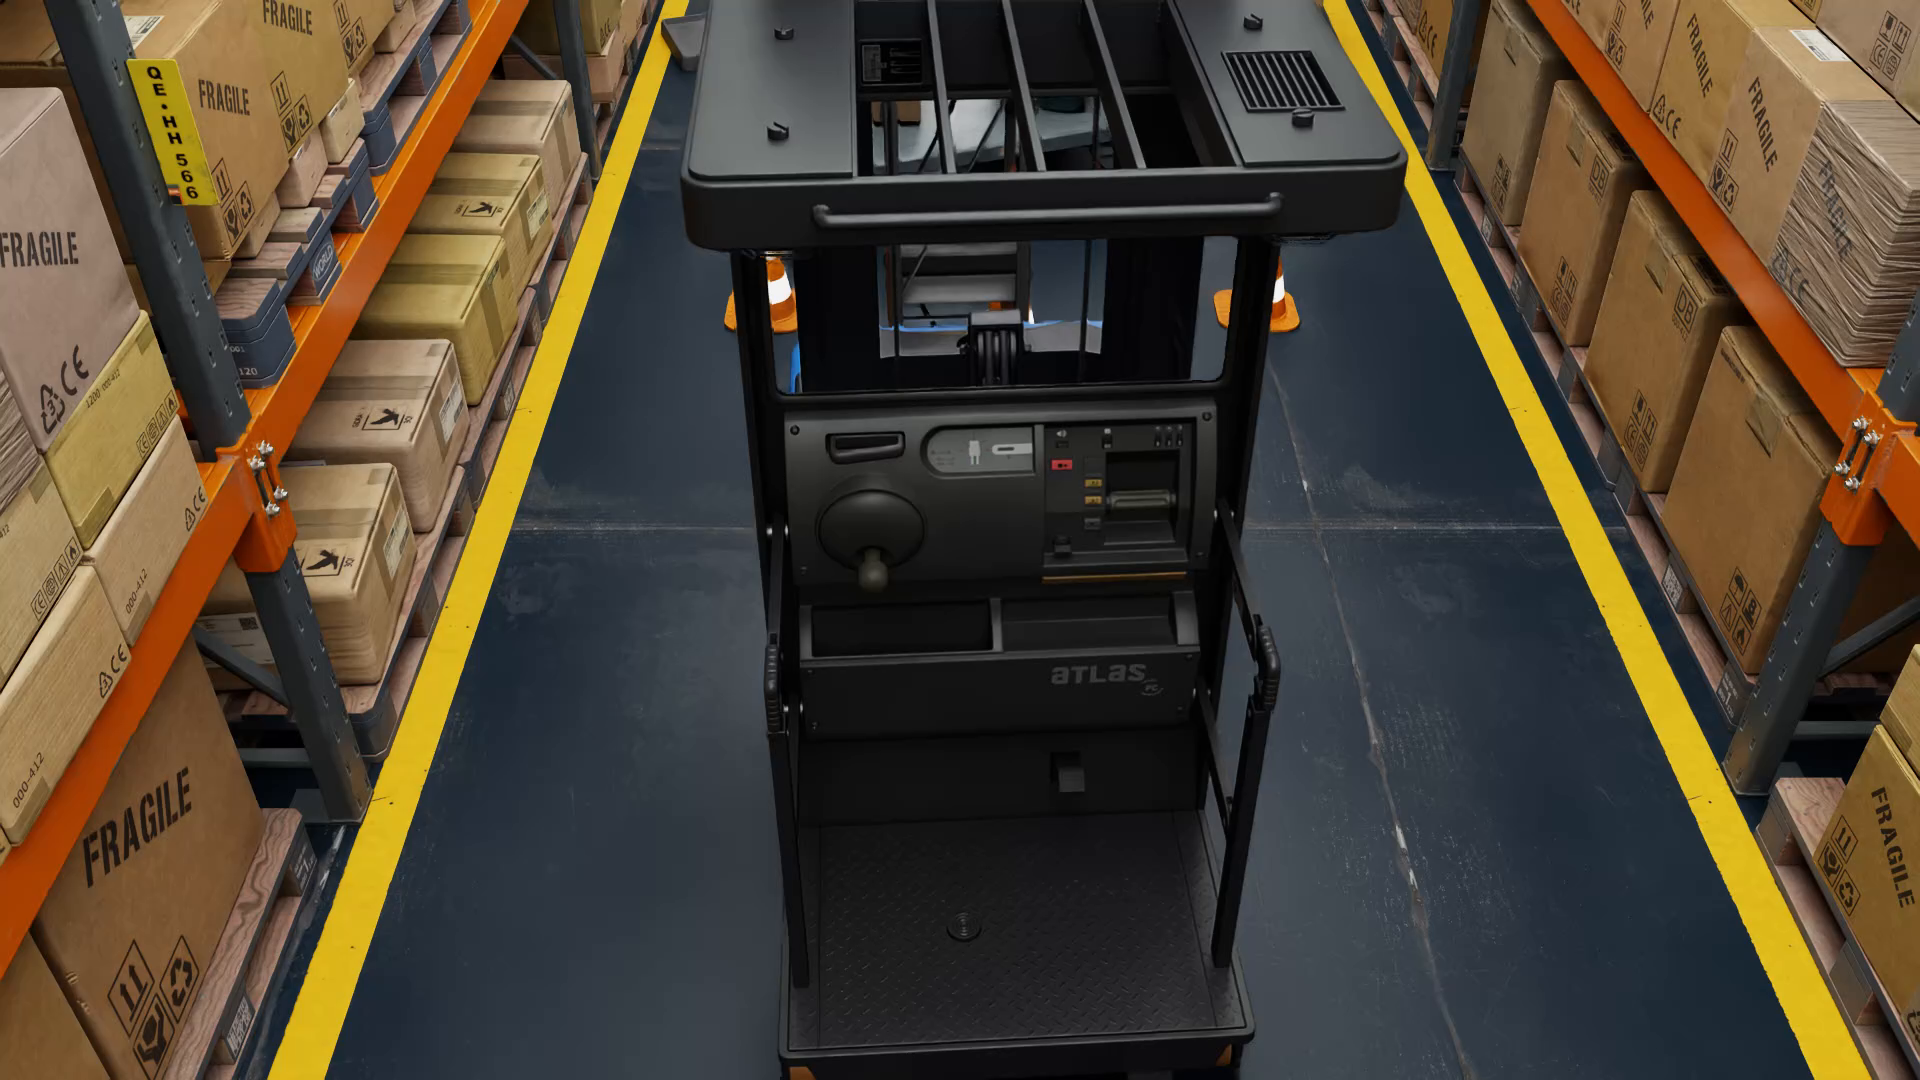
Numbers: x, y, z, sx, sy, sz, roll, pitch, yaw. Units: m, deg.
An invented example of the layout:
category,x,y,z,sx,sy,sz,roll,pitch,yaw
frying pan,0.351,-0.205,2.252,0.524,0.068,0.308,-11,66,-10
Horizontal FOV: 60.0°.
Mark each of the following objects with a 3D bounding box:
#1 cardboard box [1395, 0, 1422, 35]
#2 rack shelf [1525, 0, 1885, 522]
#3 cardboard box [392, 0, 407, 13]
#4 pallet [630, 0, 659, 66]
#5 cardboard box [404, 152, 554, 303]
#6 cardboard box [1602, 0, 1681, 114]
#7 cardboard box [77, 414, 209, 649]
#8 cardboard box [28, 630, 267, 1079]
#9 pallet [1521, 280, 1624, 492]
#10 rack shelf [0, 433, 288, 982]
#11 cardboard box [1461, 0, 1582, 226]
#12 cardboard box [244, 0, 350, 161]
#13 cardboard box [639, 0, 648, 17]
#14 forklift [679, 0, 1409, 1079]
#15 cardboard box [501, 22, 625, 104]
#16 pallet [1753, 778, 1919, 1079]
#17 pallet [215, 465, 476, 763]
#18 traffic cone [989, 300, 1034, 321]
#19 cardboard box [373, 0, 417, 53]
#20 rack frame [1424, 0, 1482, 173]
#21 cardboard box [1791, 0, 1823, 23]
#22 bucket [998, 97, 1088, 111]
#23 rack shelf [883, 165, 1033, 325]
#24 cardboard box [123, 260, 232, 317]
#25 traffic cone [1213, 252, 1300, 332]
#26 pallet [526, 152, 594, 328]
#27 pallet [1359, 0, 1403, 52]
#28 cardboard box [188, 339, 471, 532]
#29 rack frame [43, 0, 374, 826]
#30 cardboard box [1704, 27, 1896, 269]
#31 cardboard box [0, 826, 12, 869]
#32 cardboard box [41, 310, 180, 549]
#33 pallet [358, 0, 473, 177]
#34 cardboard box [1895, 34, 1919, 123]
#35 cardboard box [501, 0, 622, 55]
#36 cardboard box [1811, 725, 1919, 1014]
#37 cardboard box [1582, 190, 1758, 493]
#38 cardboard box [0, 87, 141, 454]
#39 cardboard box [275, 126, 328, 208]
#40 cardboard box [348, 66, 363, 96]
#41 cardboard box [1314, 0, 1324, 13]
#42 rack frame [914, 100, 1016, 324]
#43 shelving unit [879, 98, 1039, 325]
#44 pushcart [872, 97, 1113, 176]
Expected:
category,x,y,z,sx,sy,sz,roll,pitch,yaw
cardboard box,2.807,-3.256,8.778,0.875,0.875,0.875,0,39,0
rack shelf,2.745,-1.433,5.715,1.077,0.370,4.000,0,39,0
cardboard box,-1.980,-1.968,5.153,0.500,0.500,0.500,-1,39,-2
pallet,-2.248,-2.995,9.318,1.003,0.211,1.213,0,39,0
cardboard box,-2.200,-1.259,6.688,0.950,0.372,0.625,2,39,3
cardboard box,2.474,-1.729,5.429,0.500,0.500,0.500,1,39,1
cardboard box,-1.942,-0.022,3.499,0.500,0.250,0.500,-1,39,-2
cardboard box,-2.285,0.701,3.840,0.875,0.875,0.875,0,39,0
pallet,2.823,-0.629,6.366,1.003,0.211,1.213,0,39,0
rack shelf,-2.200,1.135,2.510,1.077,0.370,4.000,0,39,0
cardboard box,2.833,-1.863,7.139,1.050,0.750,0.750,0,39,0
cardboard box,-1.979,-1.323,4.349,0.500,0.500,0.500,2,39,2
cardboard box,-1.953,-3.024,8.987,0.500,0.250,0.500,-1,39,-1
forklift,0.106,-0.020,3.431,1.130,2.935,3.031,-2,39,-3
cardboard box,-1.938,-2.358,8.157,0.500,0.250,0.500,-2,39,-2
pallet,2.747,1.114,4.192,1.003,0.211,1.213,0,39,0
pallet,-2.202,0.203,5.328,1.003,0.211,1.213,0,39,0
traffic cone,0.194,-0.953,6.569,0.336,0.463,0.334,0,39,0
cardboard box,-1.971,-1.676,5.308,0.380,0.149,0.250,1,39,1
rack frame,2.743,-2.965,7.051,1.000,3.000,0.127,0,39,0
cardboard box,2.752,-1.810,4.731,0.700,0.500,0.500,-1,39,-1
bucket,0.437,-2.364,7.703,0.726,0.611,0.620,13,50,15
rack shelf,-0.017,-0.795,5.085,0.431,0.518,0.480,-2,39,-3
cardboard box,-2.017,-0.666,4.047,0.380,0.149,0.250,-2,39,-3
traffic cone,1.234,-1.135,6.796,0.336,0.463,0.334,0,39,0
pallet,-2.205,-1.323,7.232,1.003,0.211,1.213,0,39,0
pallet,2.816,-3.117,9.471,1.003,0.211,1.213,0,39,0
cardboard box,-2.202,-0.350,5.553,0.950,0.372,0.625,-1,39,-1
rack frame,-2.203,-0.397,3.846,1.000,3.000,0.127,0,39,0
cardboard box,2.479,-1.096,4.639,0.500,0.500,0.500,0,39,0
cardboard box,-1.942,0.612,2.707,0.500,0.250,0.500,0,39,-1
cardboard box,-1.948,-0.230,3.359,0.500,0.250,0.500,0,39,0
pallet,-2.246,-1.560,5.451,1.003,0.211,1.213,0,39,0
cardboard box,2.757,-1.173,3.936,0.700,0.500,0.500,0,39,0
cardboard box,-1.938,-2.651,7.922,0.500,0.500,0.500,2,39,2
cardboard box,2.493,0.791,4.028,0.500,0.500,0.500,-2,39,-2
cardboard box,2.832,-0.677,5.659,1.050,0.750,0.750,1,39,1
cardboard box,-1.941,-0.503,3.099,0.500,0.500,0.500,-1,39,-1
cardboard box,-1.938,-1.014,4.481,0.380,0.149,0.250,-2,39,-3
cardboard box,-1.996,-1.336,4.884,0.380,0.149,0.250,2,39,3
cardboard box,1.715,-2.960,9.042,0.500,0.500,0.500,6,39,8
rack frame,-0.031,-0.958,5.267,0.400,2.100,0.015,-2,39,-3
shelving unit,-0.017,-0.806,5.076,0.431,2.100,0.503,-2,39,-3
pushcart,0.073,-1.908,7.829,1.648,0.377,0.936,-13,40,-16
